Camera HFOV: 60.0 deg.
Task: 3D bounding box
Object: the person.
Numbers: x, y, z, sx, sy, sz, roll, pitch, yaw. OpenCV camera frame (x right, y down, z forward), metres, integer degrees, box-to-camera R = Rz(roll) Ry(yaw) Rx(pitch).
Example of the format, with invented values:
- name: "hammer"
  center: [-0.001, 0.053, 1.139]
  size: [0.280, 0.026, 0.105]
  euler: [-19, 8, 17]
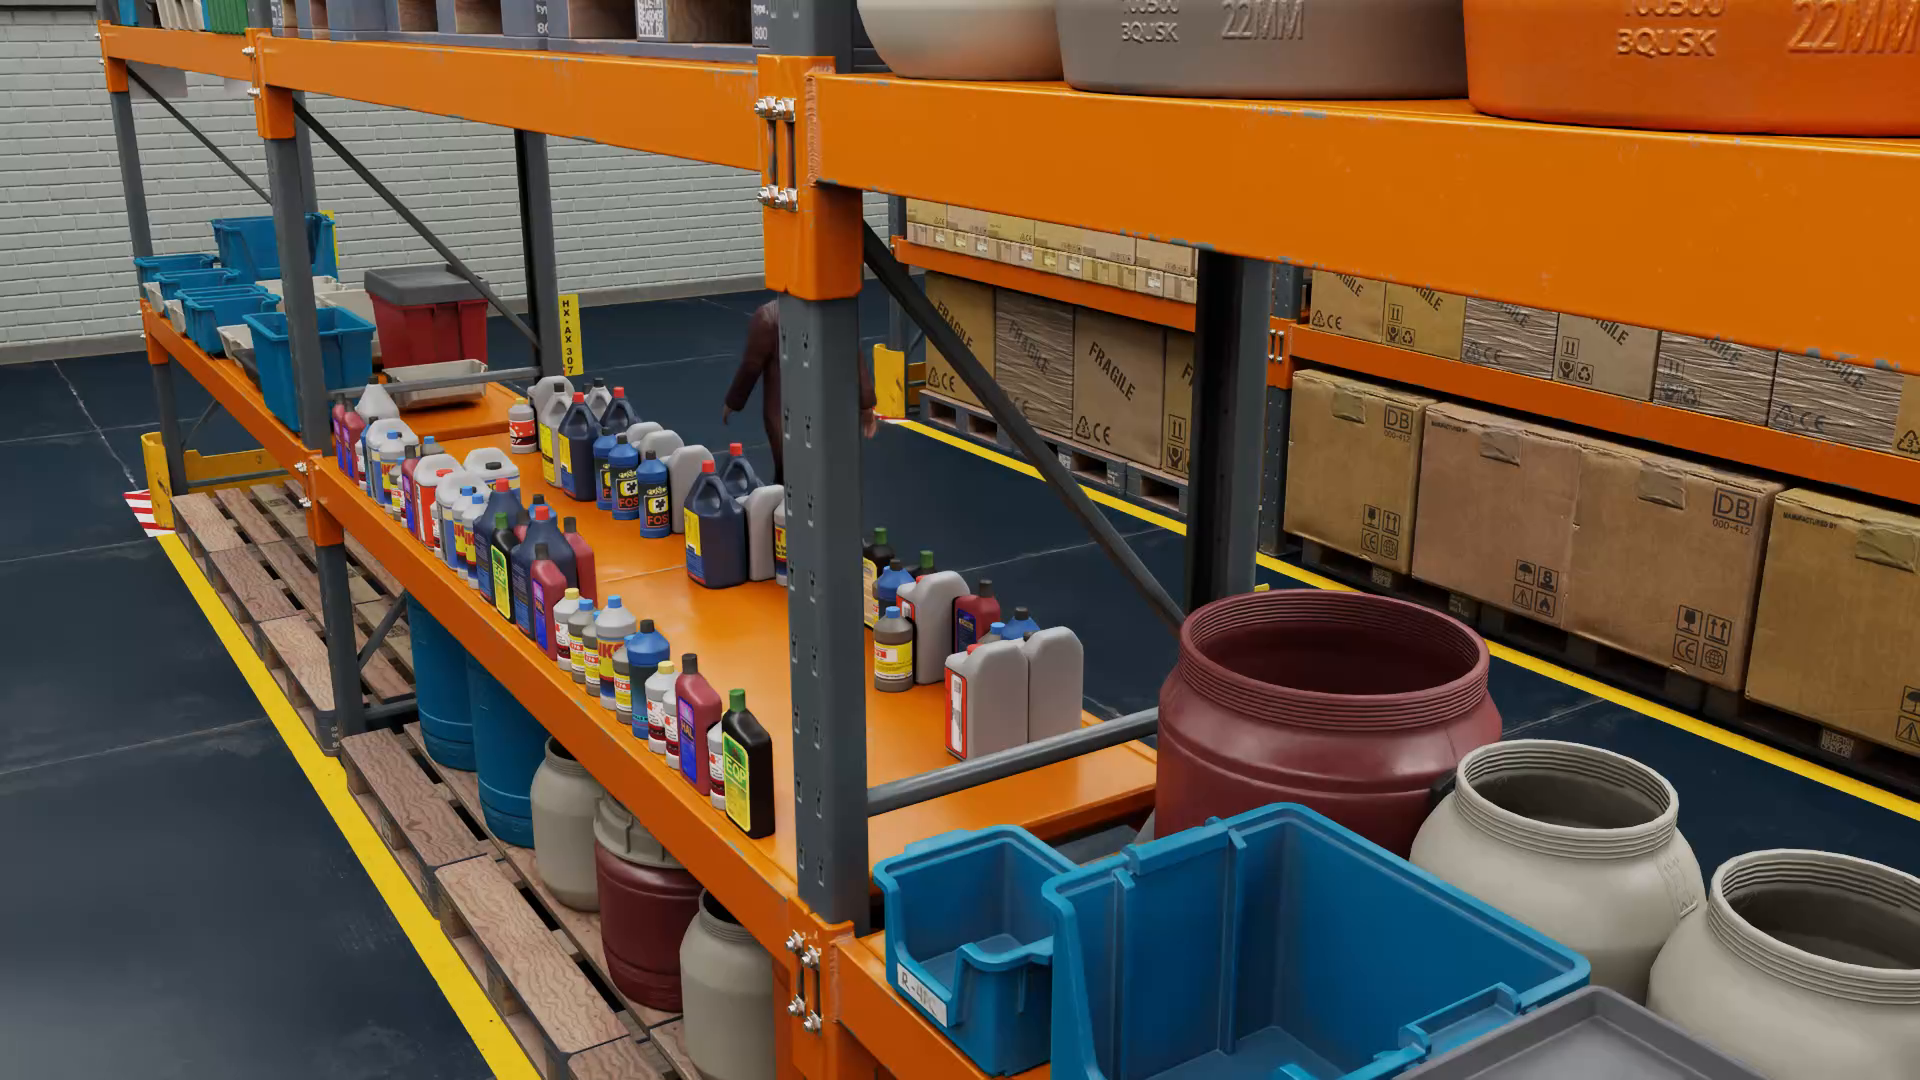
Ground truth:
- name: "person"
  center: [-0.836, -0.853, 8.695]
  size: [0.667, 0.955, 0.539]
  euler: [-16, 24, -41]
